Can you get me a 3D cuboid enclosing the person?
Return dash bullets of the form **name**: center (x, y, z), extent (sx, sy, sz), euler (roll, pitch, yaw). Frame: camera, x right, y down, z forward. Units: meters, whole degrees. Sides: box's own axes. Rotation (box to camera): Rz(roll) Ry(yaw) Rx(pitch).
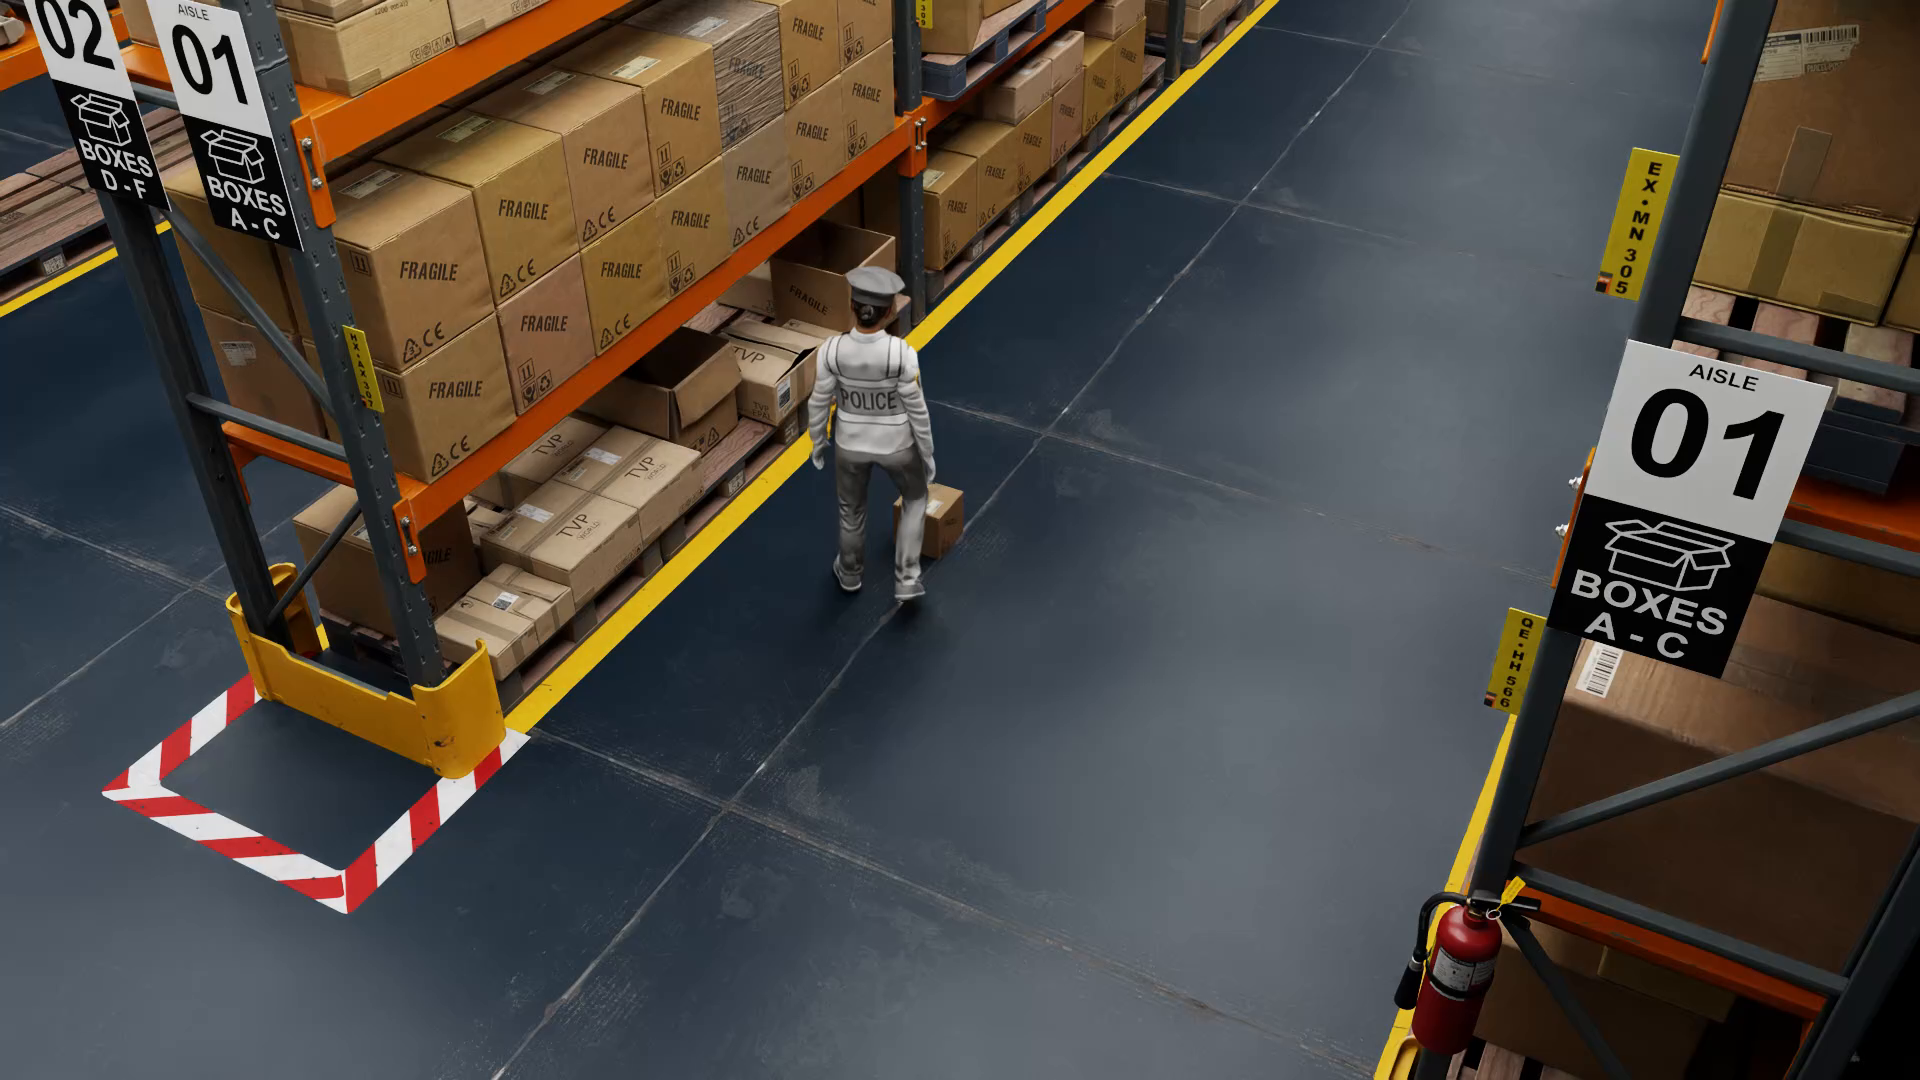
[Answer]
- **person**: center (-0.377, -0.410, 7.238), extent (0.558, 1.672, 0.484), euler (4, 38, 5)
